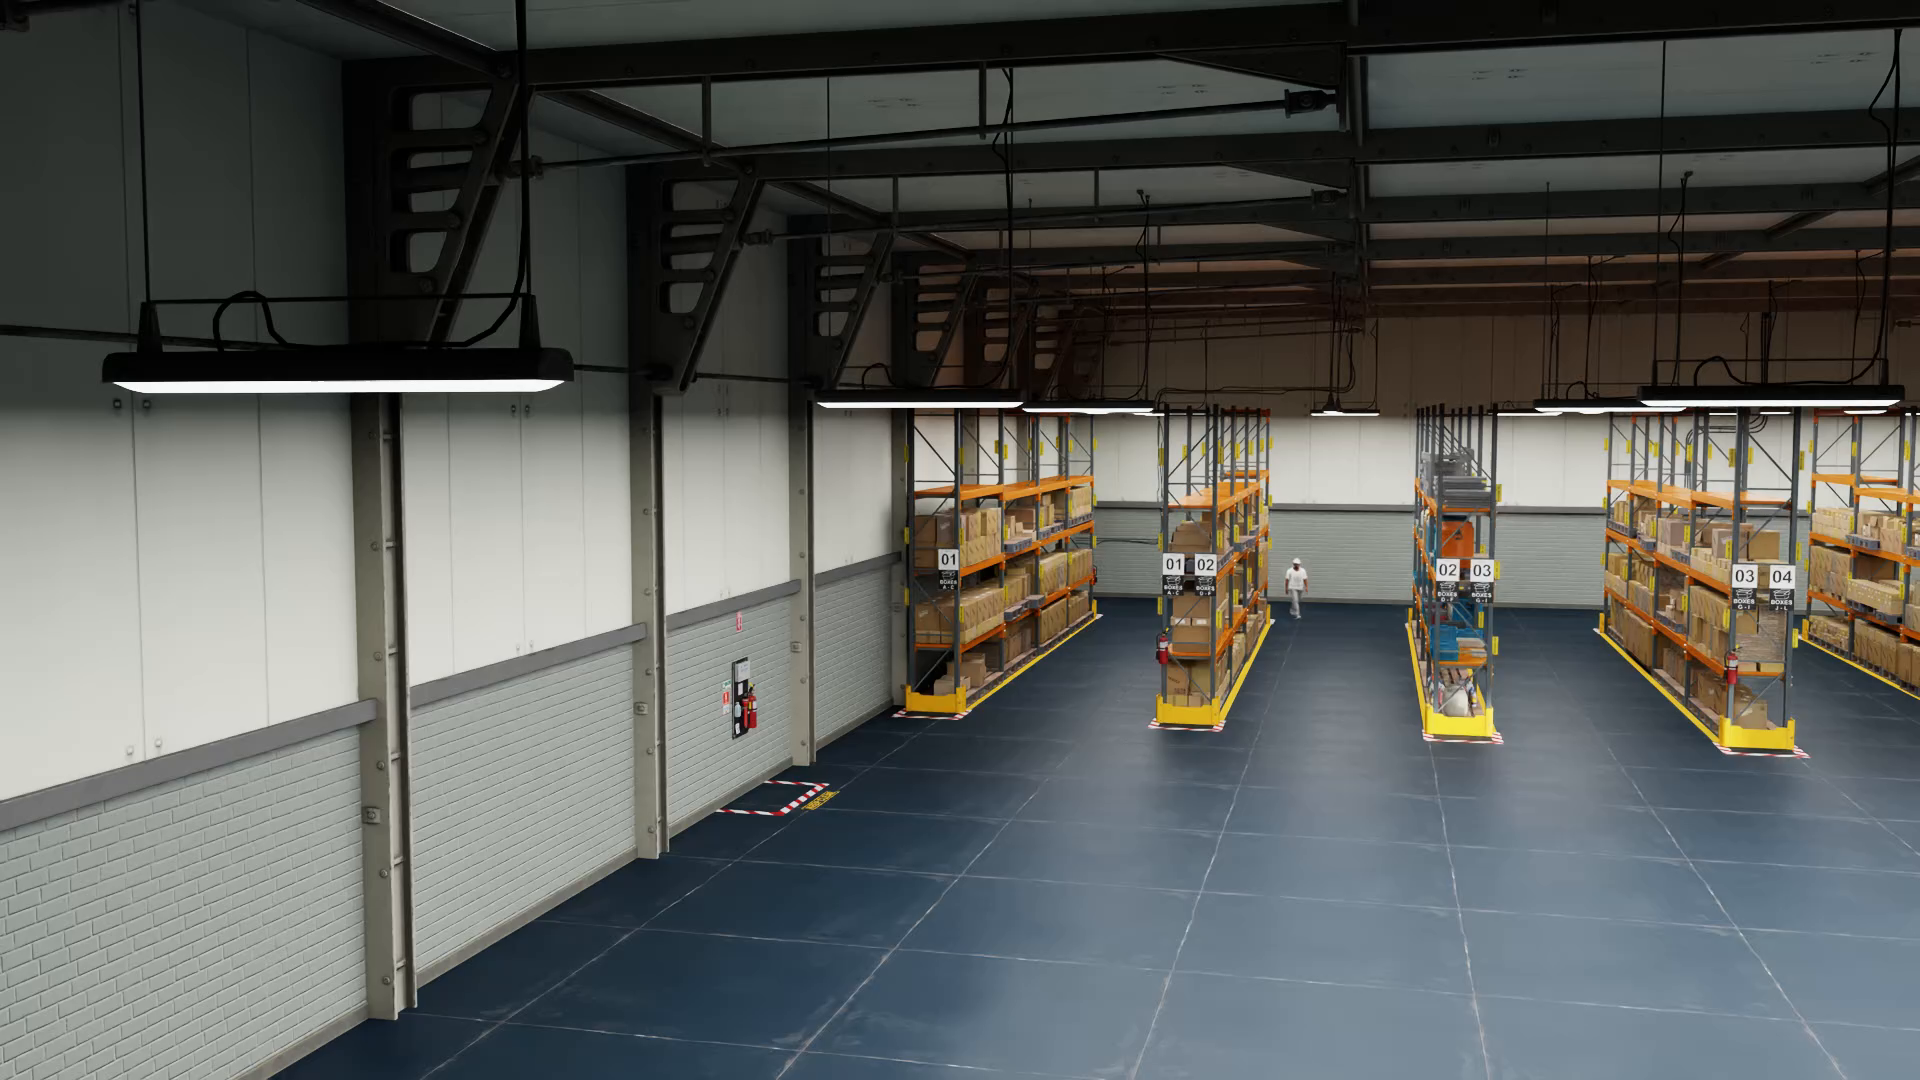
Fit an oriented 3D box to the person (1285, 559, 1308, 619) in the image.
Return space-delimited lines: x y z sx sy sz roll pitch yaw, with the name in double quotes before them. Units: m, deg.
"person" 9.656 1.385 47.656 0.562 1.706 1.122 -1 4 -13
